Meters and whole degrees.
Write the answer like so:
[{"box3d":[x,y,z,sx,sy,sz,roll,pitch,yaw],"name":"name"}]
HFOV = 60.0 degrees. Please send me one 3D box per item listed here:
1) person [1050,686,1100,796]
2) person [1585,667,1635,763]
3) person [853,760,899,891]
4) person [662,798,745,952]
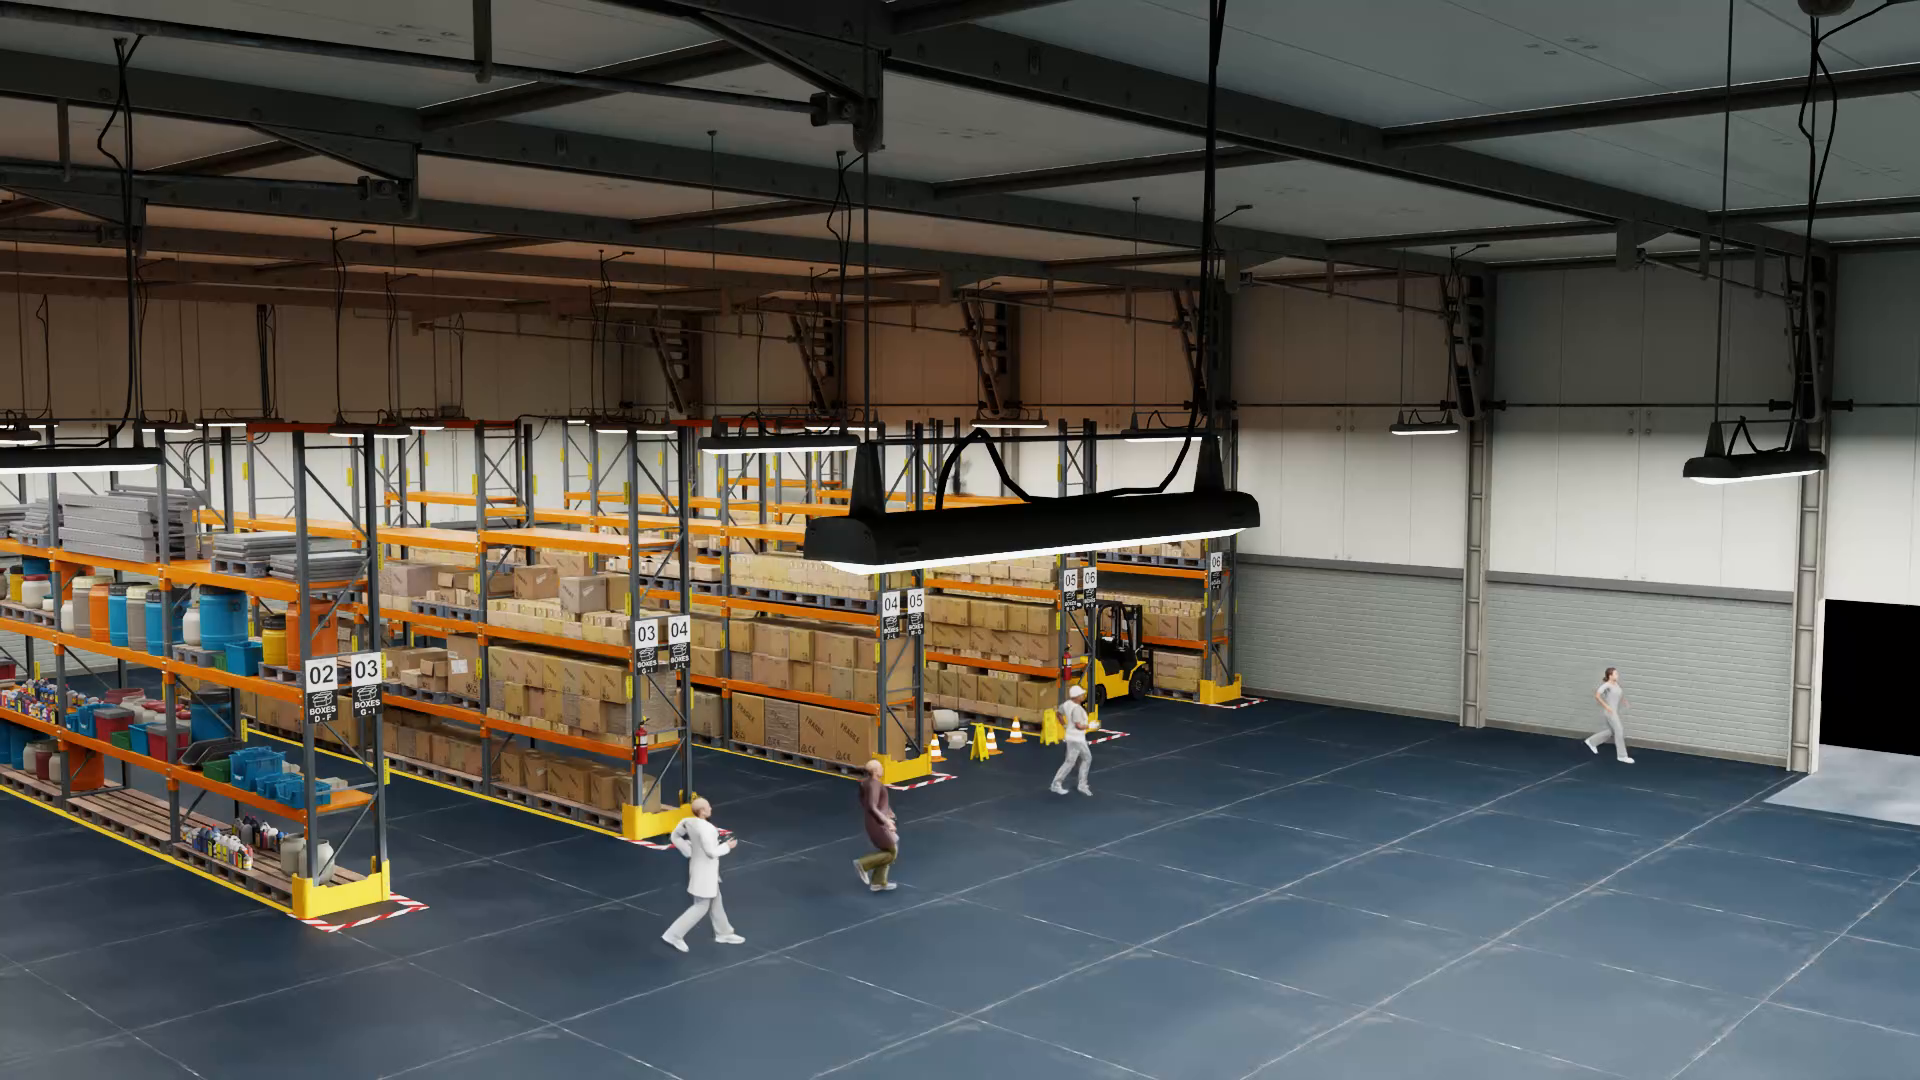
[{"box3d":[1.847,3.255,26.738,0.792,1.839,0.667,0,5,2],"name":"person"},{"box3d":[11.531,3.080,29.480,0.914,1.649,0.577,4,6,41],"name":"person"},{"box3d":[-1.114,3.710,21.604,0.631,1.726,0.726,-2,5,-18],"name":"person"},{"box3d":[-2.950,3.846,19.124,1.034,1.784,0.701,-2,5,-27],"name":"person"}]
